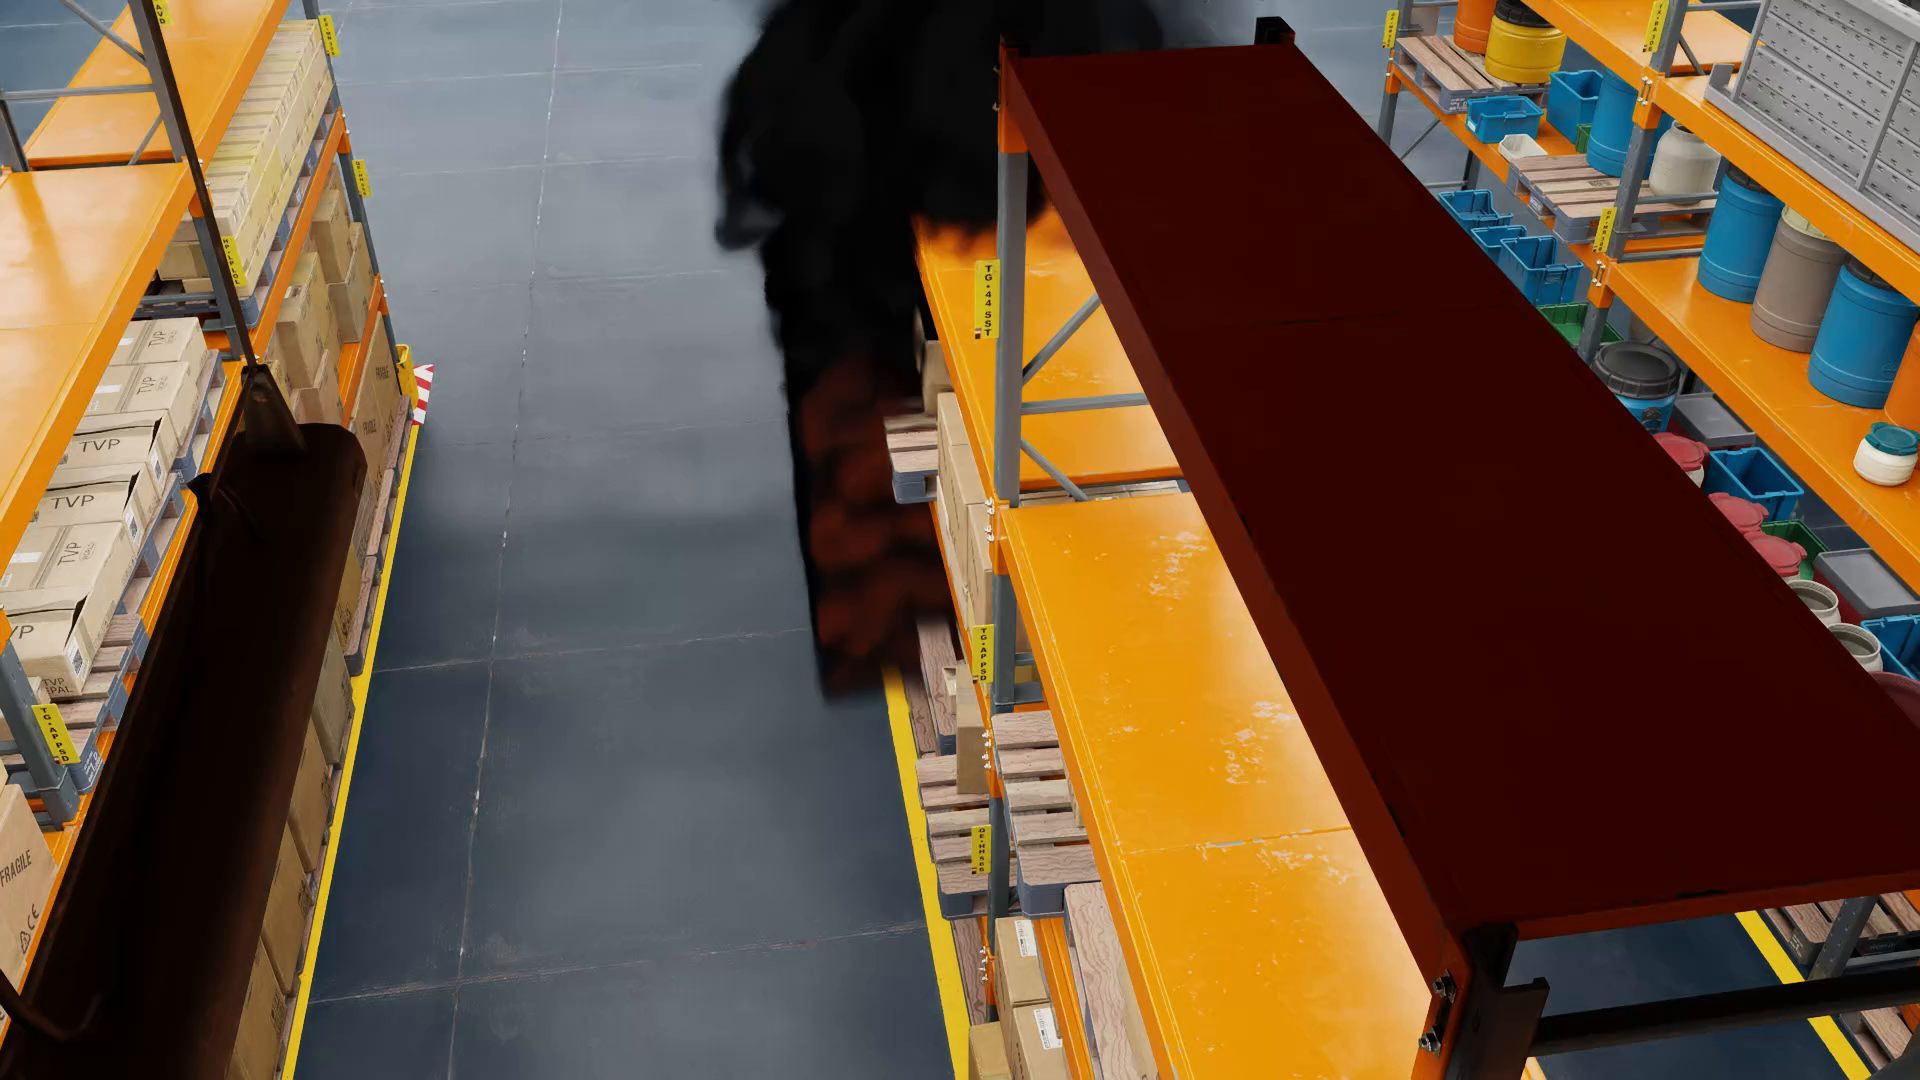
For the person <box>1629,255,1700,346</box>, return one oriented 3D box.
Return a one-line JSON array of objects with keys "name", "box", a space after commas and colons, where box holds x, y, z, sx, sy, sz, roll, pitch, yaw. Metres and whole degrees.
[{"name": "person", "box": [6.126, -1.969, 14.679, 0.637, 1.792, 0.792, -7, 37, -10]}]
